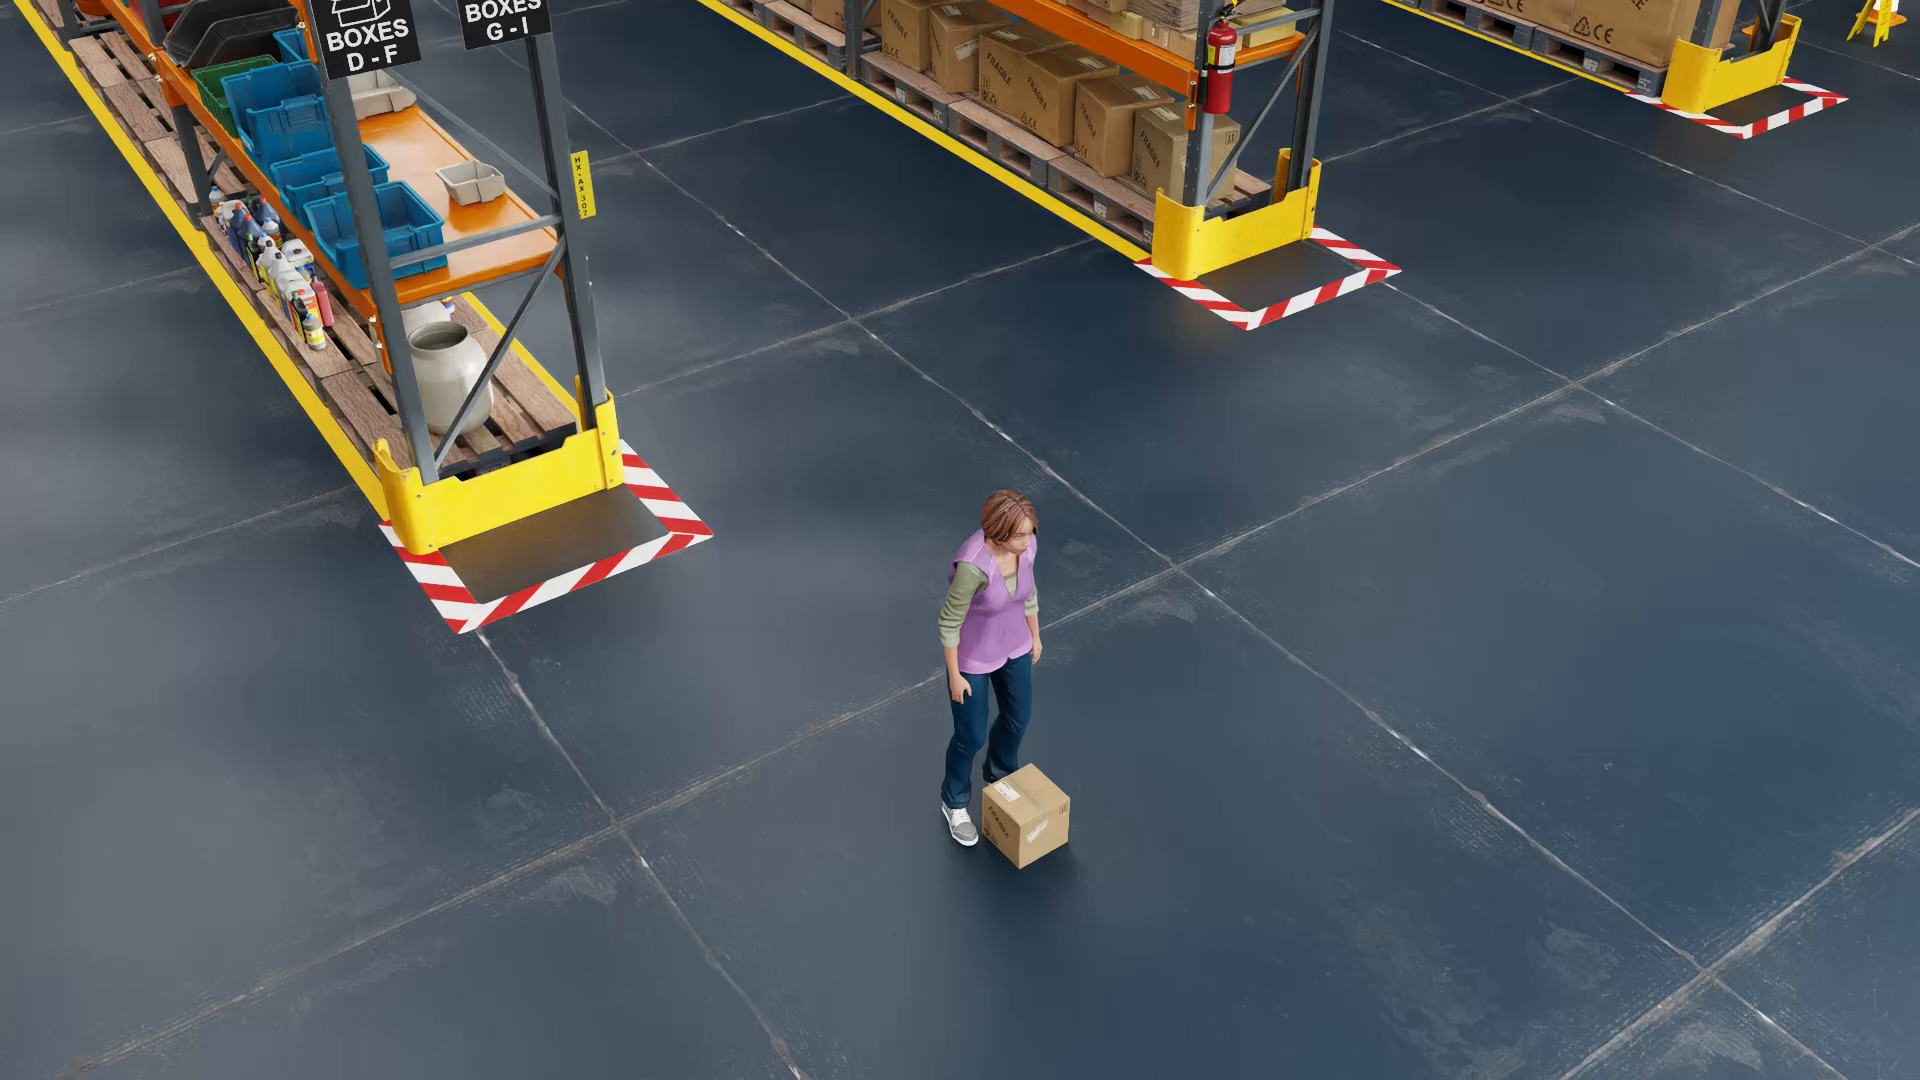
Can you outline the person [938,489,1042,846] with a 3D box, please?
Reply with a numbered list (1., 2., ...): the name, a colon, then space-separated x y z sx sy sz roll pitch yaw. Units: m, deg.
1. person: 0.129 0.460 6.396 0.482 1.591 0.378 -26 44 -30
